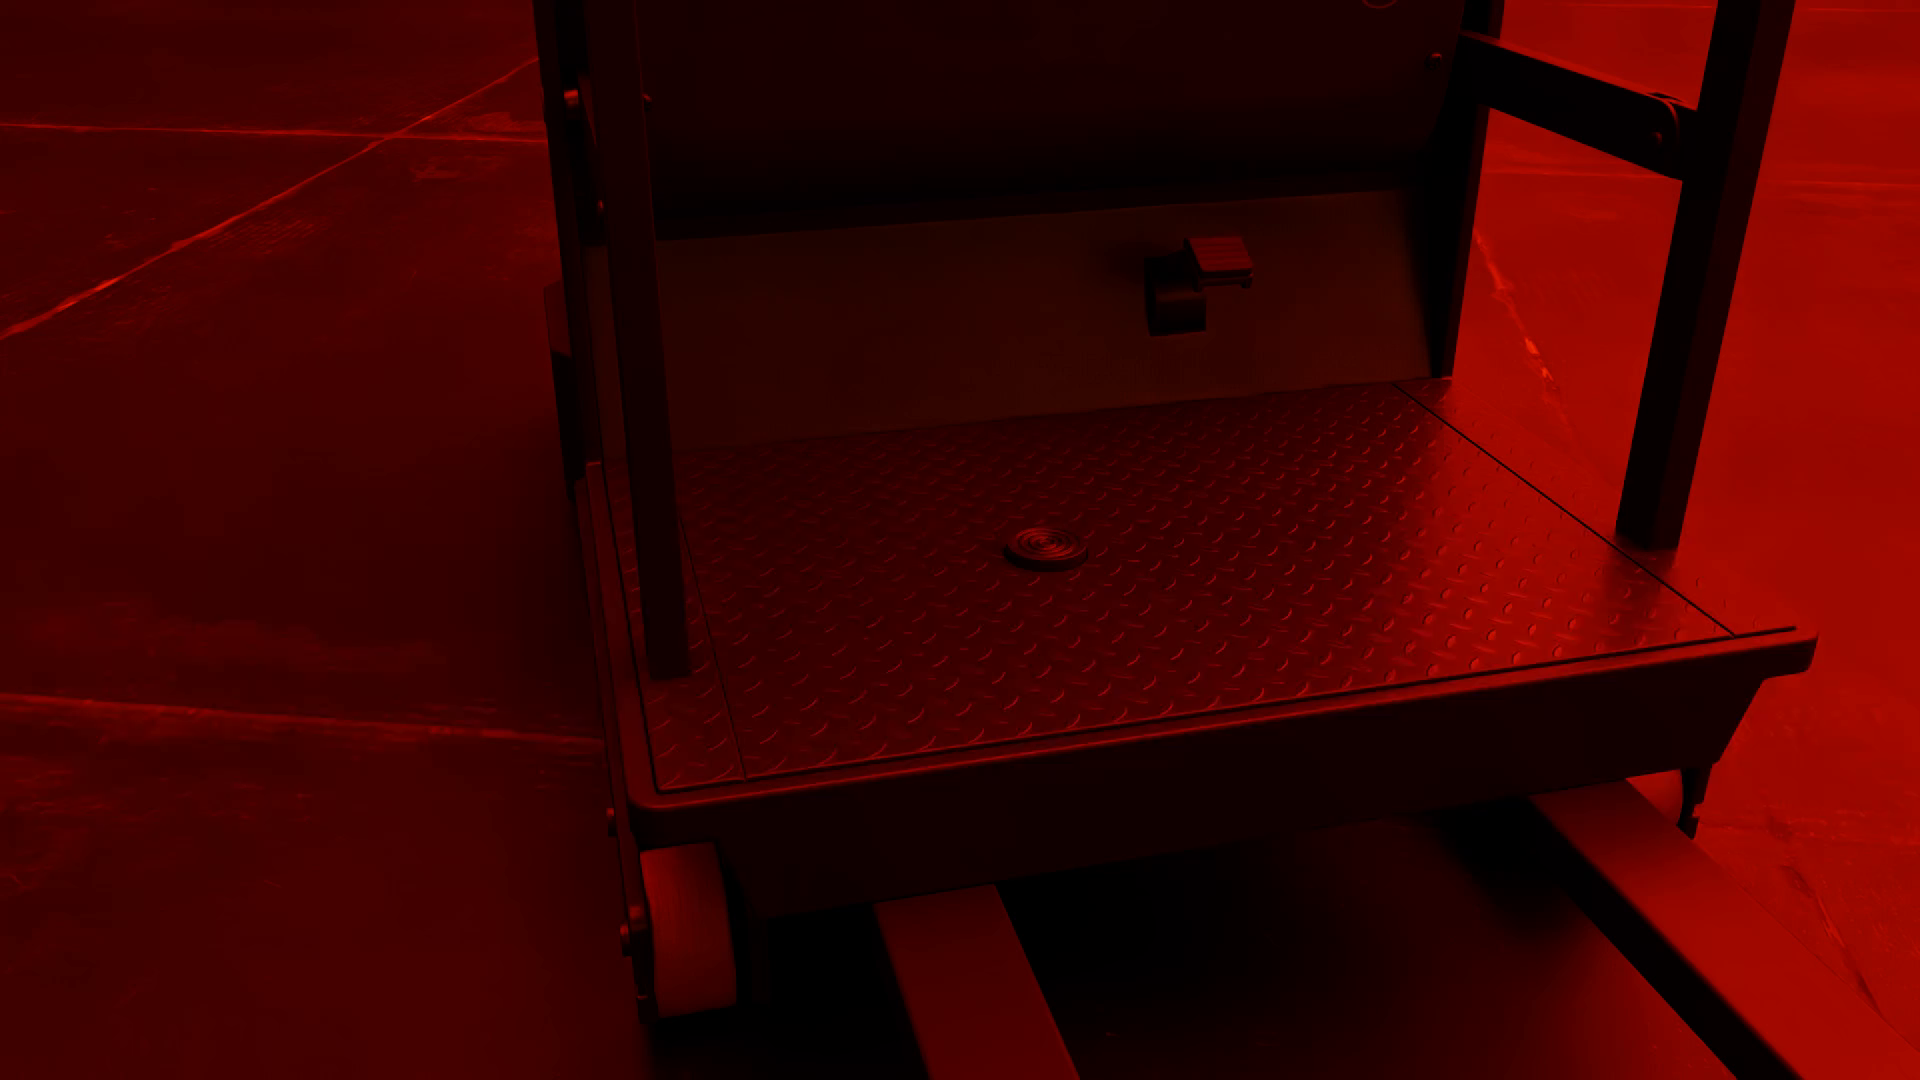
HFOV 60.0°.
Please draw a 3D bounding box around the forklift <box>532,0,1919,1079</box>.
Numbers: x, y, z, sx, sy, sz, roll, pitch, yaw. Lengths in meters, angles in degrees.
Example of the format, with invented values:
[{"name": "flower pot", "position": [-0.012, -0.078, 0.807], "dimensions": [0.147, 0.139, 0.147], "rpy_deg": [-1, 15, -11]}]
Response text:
[{"name": "forklift", "position": [0.153, -1.049, 1.319], "dimensions": [1.130, 2.935, 3.031], "rpy_deg": [-7, 27, -13]}]
